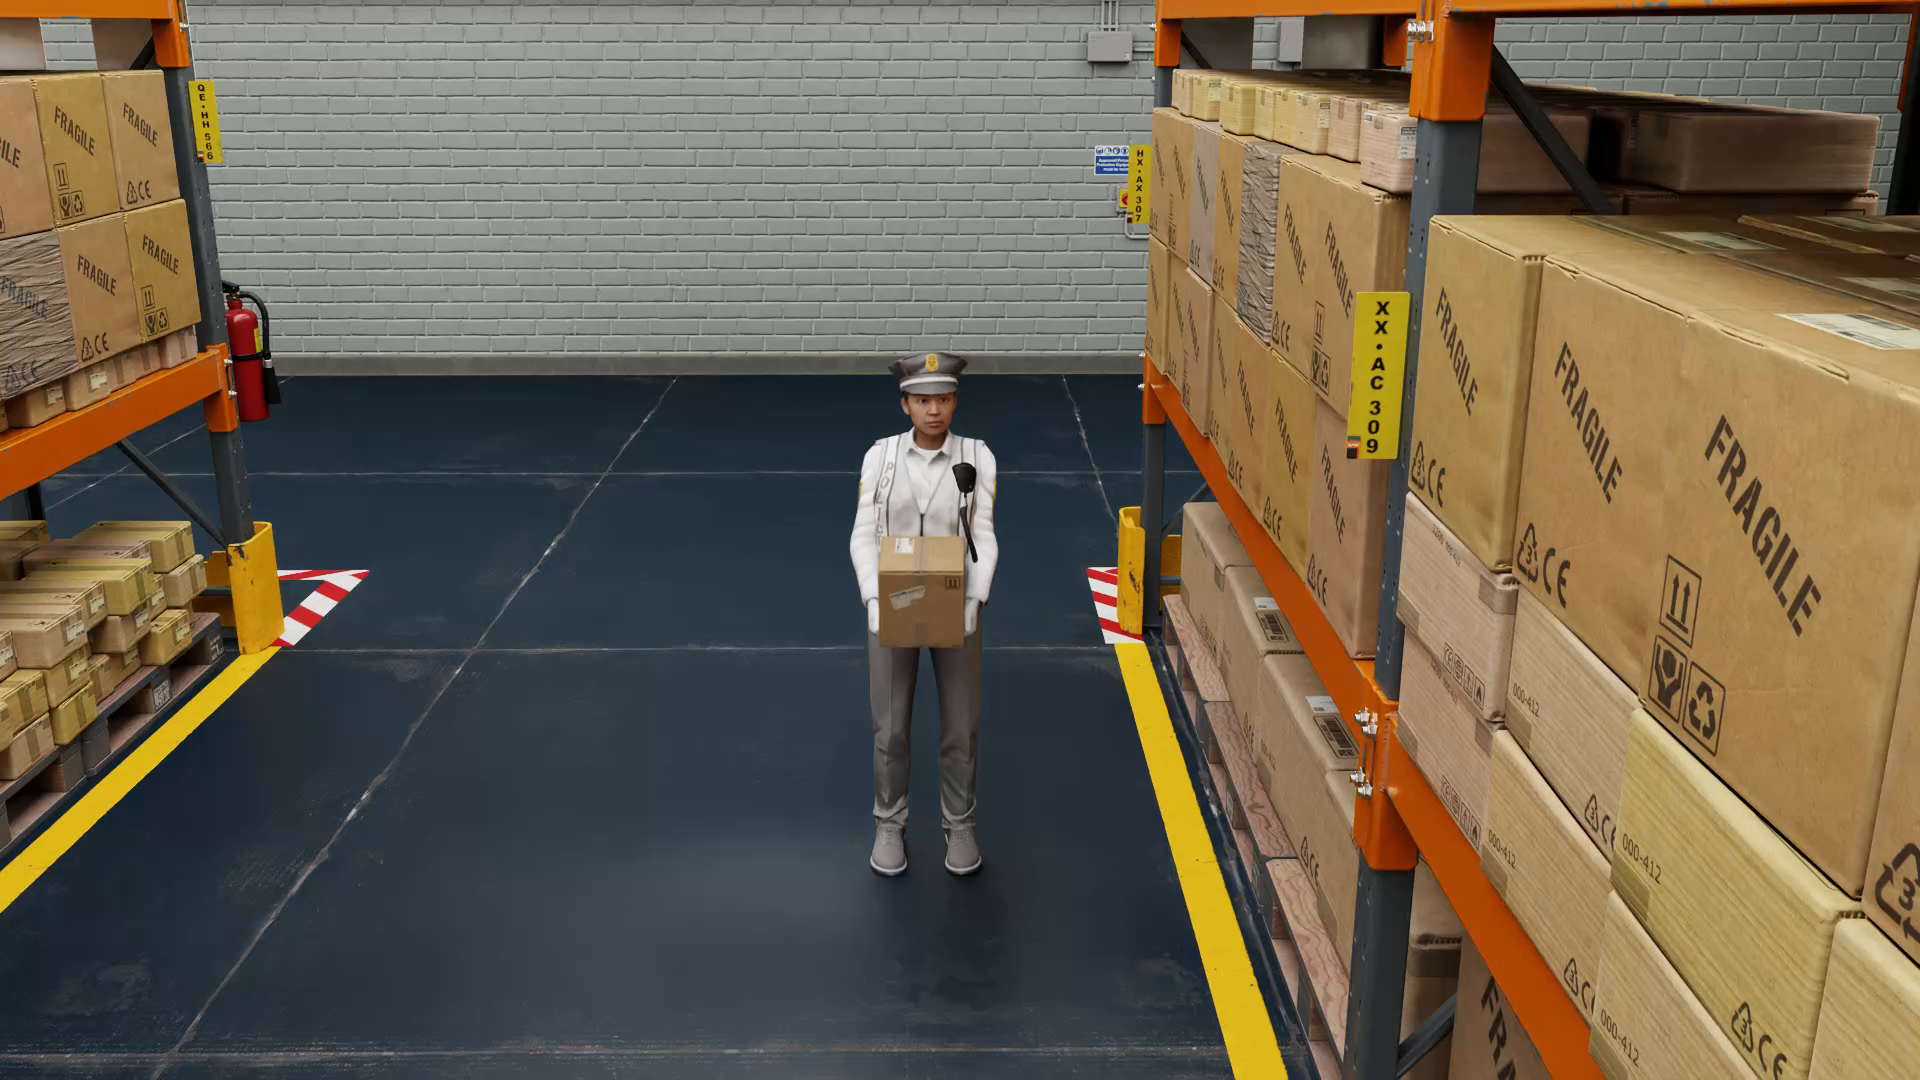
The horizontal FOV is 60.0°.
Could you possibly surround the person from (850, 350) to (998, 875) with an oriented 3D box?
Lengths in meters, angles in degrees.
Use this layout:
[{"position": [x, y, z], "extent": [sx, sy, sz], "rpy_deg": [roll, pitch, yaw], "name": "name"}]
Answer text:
[{"position": [-0.111, 0.257, 5.191], "extent": [0.459, 1.681, 0.543], "rpy_deg": [0, 17, 0], "name": "person"}]
